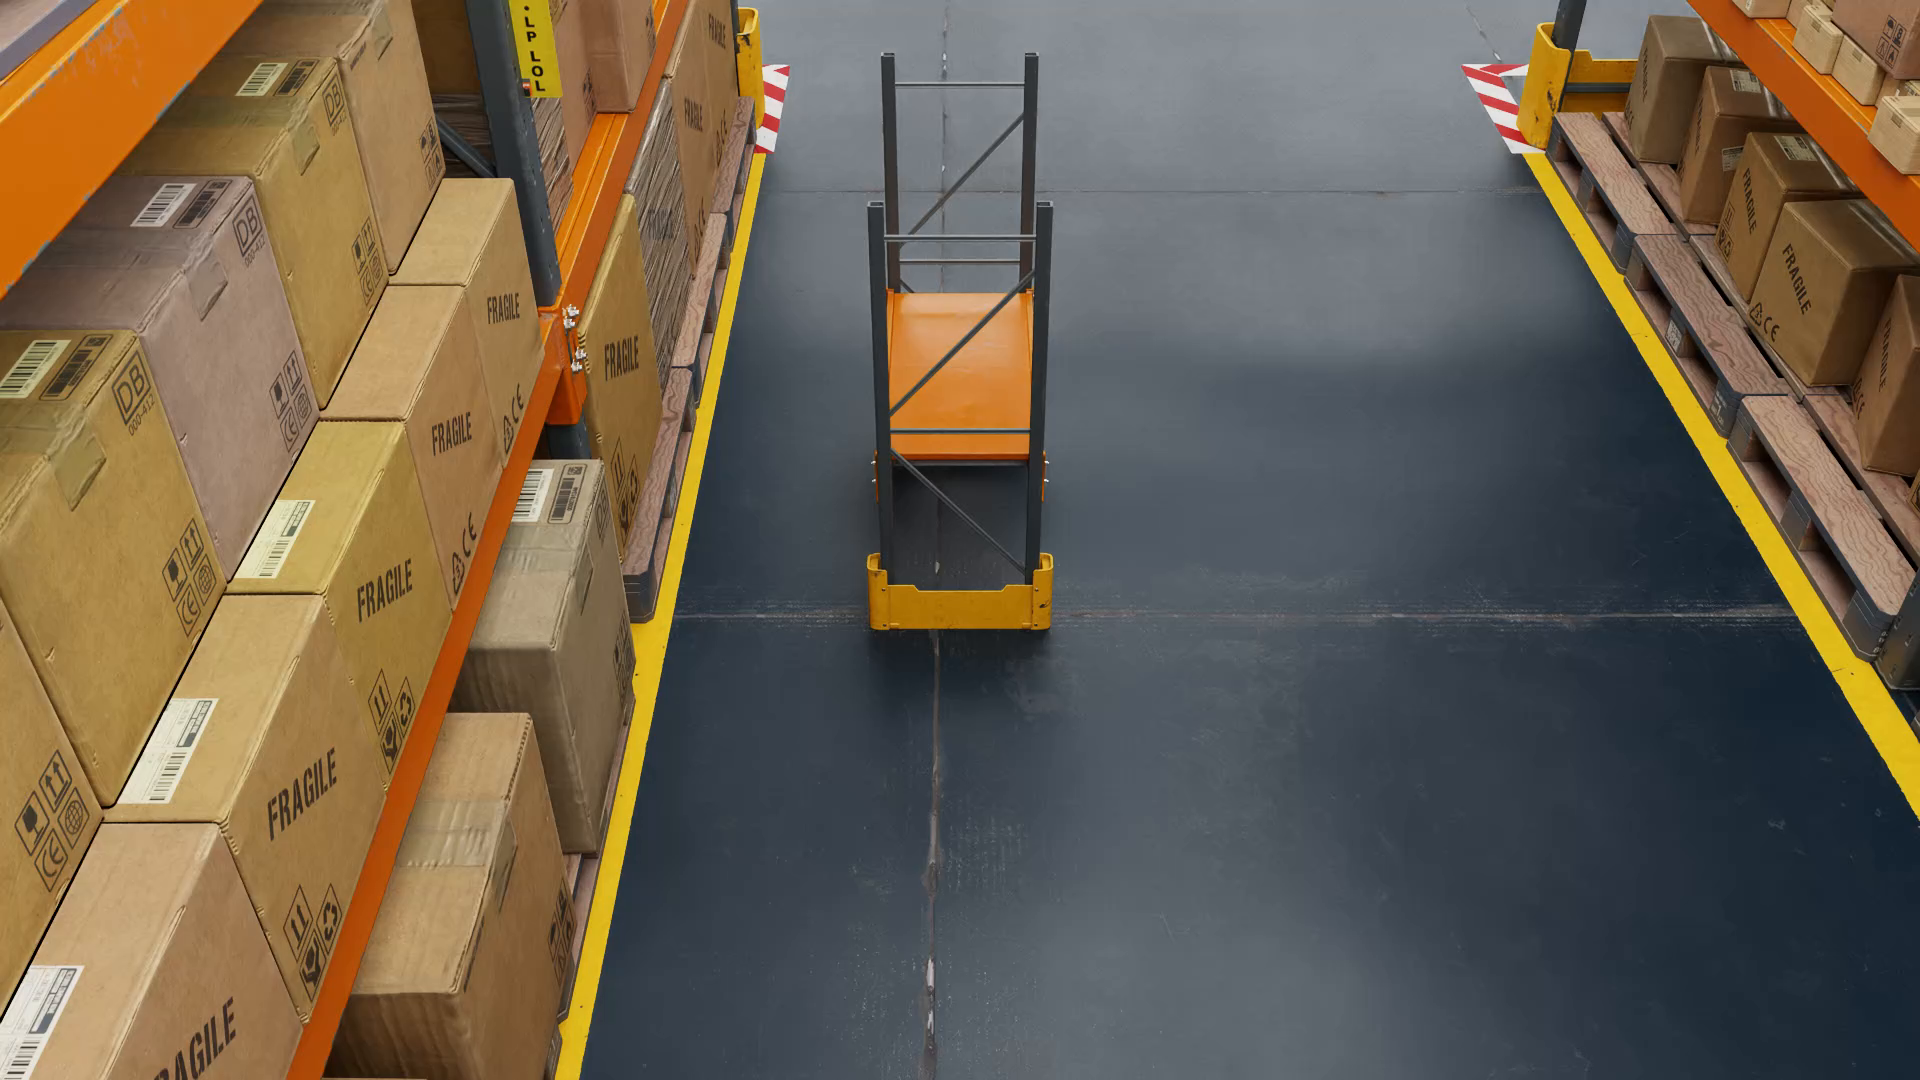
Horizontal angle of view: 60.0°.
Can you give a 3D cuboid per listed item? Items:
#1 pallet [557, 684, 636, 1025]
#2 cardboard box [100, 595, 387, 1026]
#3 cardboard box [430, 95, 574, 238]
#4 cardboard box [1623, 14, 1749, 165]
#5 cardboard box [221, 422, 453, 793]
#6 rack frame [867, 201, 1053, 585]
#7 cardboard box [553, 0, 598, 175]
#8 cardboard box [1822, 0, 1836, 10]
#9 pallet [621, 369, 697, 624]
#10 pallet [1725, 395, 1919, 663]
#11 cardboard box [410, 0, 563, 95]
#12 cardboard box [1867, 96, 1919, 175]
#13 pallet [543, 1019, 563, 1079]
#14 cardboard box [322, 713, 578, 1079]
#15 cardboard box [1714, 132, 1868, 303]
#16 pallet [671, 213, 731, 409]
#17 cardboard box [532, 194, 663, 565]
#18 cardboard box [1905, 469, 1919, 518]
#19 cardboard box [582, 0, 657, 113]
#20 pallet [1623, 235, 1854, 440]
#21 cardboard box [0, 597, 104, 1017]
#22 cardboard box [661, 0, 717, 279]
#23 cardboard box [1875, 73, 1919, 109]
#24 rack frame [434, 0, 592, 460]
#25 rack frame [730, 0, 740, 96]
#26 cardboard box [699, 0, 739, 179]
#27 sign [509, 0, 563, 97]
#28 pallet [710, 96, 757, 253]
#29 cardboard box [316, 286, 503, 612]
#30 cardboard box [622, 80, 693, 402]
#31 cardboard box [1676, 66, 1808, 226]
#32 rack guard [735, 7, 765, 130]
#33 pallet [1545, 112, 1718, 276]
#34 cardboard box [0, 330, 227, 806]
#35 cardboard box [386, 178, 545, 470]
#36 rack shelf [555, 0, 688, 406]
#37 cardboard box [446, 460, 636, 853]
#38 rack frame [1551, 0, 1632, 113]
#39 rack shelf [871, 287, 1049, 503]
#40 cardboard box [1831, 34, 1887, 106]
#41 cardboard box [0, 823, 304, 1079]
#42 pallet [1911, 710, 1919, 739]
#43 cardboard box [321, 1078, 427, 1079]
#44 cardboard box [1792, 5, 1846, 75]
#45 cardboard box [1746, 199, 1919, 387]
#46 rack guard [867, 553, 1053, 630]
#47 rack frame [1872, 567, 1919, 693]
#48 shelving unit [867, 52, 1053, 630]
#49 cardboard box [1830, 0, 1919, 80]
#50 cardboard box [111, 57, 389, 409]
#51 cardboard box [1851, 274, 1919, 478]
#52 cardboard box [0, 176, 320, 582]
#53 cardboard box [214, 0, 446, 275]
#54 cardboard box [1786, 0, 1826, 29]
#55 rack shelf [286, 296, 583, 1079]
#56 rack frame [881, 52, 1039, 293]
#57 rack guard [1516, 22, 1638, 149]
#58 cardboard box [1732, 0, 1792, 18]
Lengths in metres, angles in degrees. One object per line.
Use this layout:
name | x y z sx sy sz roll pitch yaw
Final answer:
pallet | -1.500 0.774 4.615 1.003 0.211 1.213 0 39 0
cardboard box | -1.304 0.440 2.722 0.500 0.500 0.500 0 39 -1
cardboard box | -1.588 -1.086 4.586 0.875 0.550 0.550 0 39 0
cardboard box | 3.363 -2.036 7.555 0.500 0.500 0.500 7 39 8
cardboard box | -1.307 0.122 3.119 0.500 0.500 0.500 0 39 0
rack frame | 0.000 -0.321 4.951 0.500 1.500 0.032 0 39 0
cardboard box | -1.612 -1.430 5.016 0.875 0.550 0.550 0 39 0
cardboard box | 3.419 -2.112 5.668 0.875 0.500 0.500 0 39 0
pallet | -1.499 -0.184 5.811 1.003 0.211 1.213 0 39 0
pallet | 3.348 -0.069 5.667 1.003 0.211 1.213 0 39 0
cardboard box | -1.542 -1.507 4.249 0.875 0.550 0.550 0 39 0
cardboard box | 3.047 -1.242 5.102 0.380 0.149 0.250 0 39 0
pallet | -1.496 1.539 3.661 1.003 0.211 1.213 0 39 0
cardboard box | -1.488 0.909 3.681 1.050 0.750 0.750 0 39 0
cardboard box | 3.380 -1.271 6.601 0.500 0.500 0.500 3 39 4
pallet | -1.503 -0.949 6.765 1.003 0.211 1.213 0 39 0
cardboard box | -1.507 -0.525 5.369 0.875 0.875 0.875 1 39 1
cardboard box | 3.424 -0.176 5.234 0.500 0.500 0.500 -1 39 -1
cardboard box | -1.495 -1.768 5.437 0.875 0.550 0.550 0 39 0
pallet | 3.344 -0.834 6.622 1.003 0.211 1.213 0 39 0
cardboard box | -1.567 0.358 2.025 0.700 0.500 0.500 -1 39 -1
cardboard box | -1.511 -1.659 6.784 0.875 0.875 0.875 -1 39 -1
cardboard box | 3.179 -1.399 5.298 0.380 0.149 0.250 0 39 0
rack frame | -1.576 -0.797 4.345 1.000 3.000 0.127 0 39 0
rack frame | -1.581 -3.298 7.467 1.000 3.000 0.127 0 39 0
cardboard box | -1.514 -2.209 7.471 0.875 0.875 0.875 0 39 0
sign | -1.033 -1.224 4.016 0.100 0.325 0.005 0 39 0
pallet | -1.502 -1.710 7.715 1.003 0.211 1.213 0 39 0
cardboard box | -1.308 -0.194 3.513 0.500 0.500 0.500 0 39 -1
cardboard box | -1.512 -1.088 6.073 0.875 0.875 0.875 0 39 0
cardboard box | 3.398 -1.663 7.089 0.500 0.500 0.500 10 40 12
rack guard | -1.581 -2.338 8.267 1.175 0.500 0.348 0 39 0
pallet | 3.345 -1.595 7.571 1.003 0.211 1.213 0 39 0
cardboard box | -1.568 0.038 2.424 0.700 0.500 0.500 0 39 0
cardboard box | -1.308 -0.510 3.907 0.500 0.500 0.500 0 39 0
rack shelf | -1.578 -1.767 6.131 1.077 0.370 4.000 0 39 0
cardboard box | -1.485 0.305 4.433 1.050 0.750 0.750 0 39 0
rack frame | 3.379 -3.238 7.392 1.000 3.000 0.127 0 39 0
rack shelf | 0.000 -0.498 5.460 0.538 0.185 1.000 0 39 0
cardboard box | 3.138 -1.555 5.493 0.380 0.149 0.250 0 39 0
cardboard box | -1.306 0.751 2.334 0.500 0.500 0.500 0 39 0
pallet | 3.386 0.838 4.536 1.003 0.211 1.213 0 39 0
cardboard box | -1.487 1.491 2.954 1.050 0.750 0.750 1 39 1
cardboard box | 3.103 -1.711 5.688 0.380 0.149 0.250 0 39 0
cardboard box | 3.336 -0.922 6.165 0.500 0.500 0.500 -3 39 -4
rack guard | 0.000 0.166 5.343 0.587 0.250 0.087 0 39 0
rack frame | 3.384 -0.737 4.271 1.000 3.000 0.127 0 39 0
shelving unit | 0.000 -0.633 5.340 0.587 1.500 1.083 0 39 0
cardboard box | 3.379 -1.799 5.278 0.875 0.500 0.500 0 39 0
cardboard box | -1.567 -0.594 3.213 0.700 0.500 0.500 -1 39 -1
cardboard box | 3.415 -0.534 5.681 0.500 0.500 0.500 12 40 14
cardboard box | -1.567 -0.278 2.818 0.700 0.500 0.500 0 39 0
cardboard box | -1.570 -0.915 3.614 0.700 0.500 0.500 -1 39 -1
cardboard box | 3.179 -1.868 5.883 0.380 0.149 0.250 0 39 0
rack shelf | -1.574 0.735 3.010 1.077 0.370 4.000 0 39 0
rack frame | -0.001 -0.957 5.744 0.500 1.500 0.032 0 39 0
rack guard | 3.379 -2.215 8.115 1.175 0.500 0.348 0 39 0
cardboard box | 3.046 -2.024 6.078 0.380 0.149 0.250 0 39 0
